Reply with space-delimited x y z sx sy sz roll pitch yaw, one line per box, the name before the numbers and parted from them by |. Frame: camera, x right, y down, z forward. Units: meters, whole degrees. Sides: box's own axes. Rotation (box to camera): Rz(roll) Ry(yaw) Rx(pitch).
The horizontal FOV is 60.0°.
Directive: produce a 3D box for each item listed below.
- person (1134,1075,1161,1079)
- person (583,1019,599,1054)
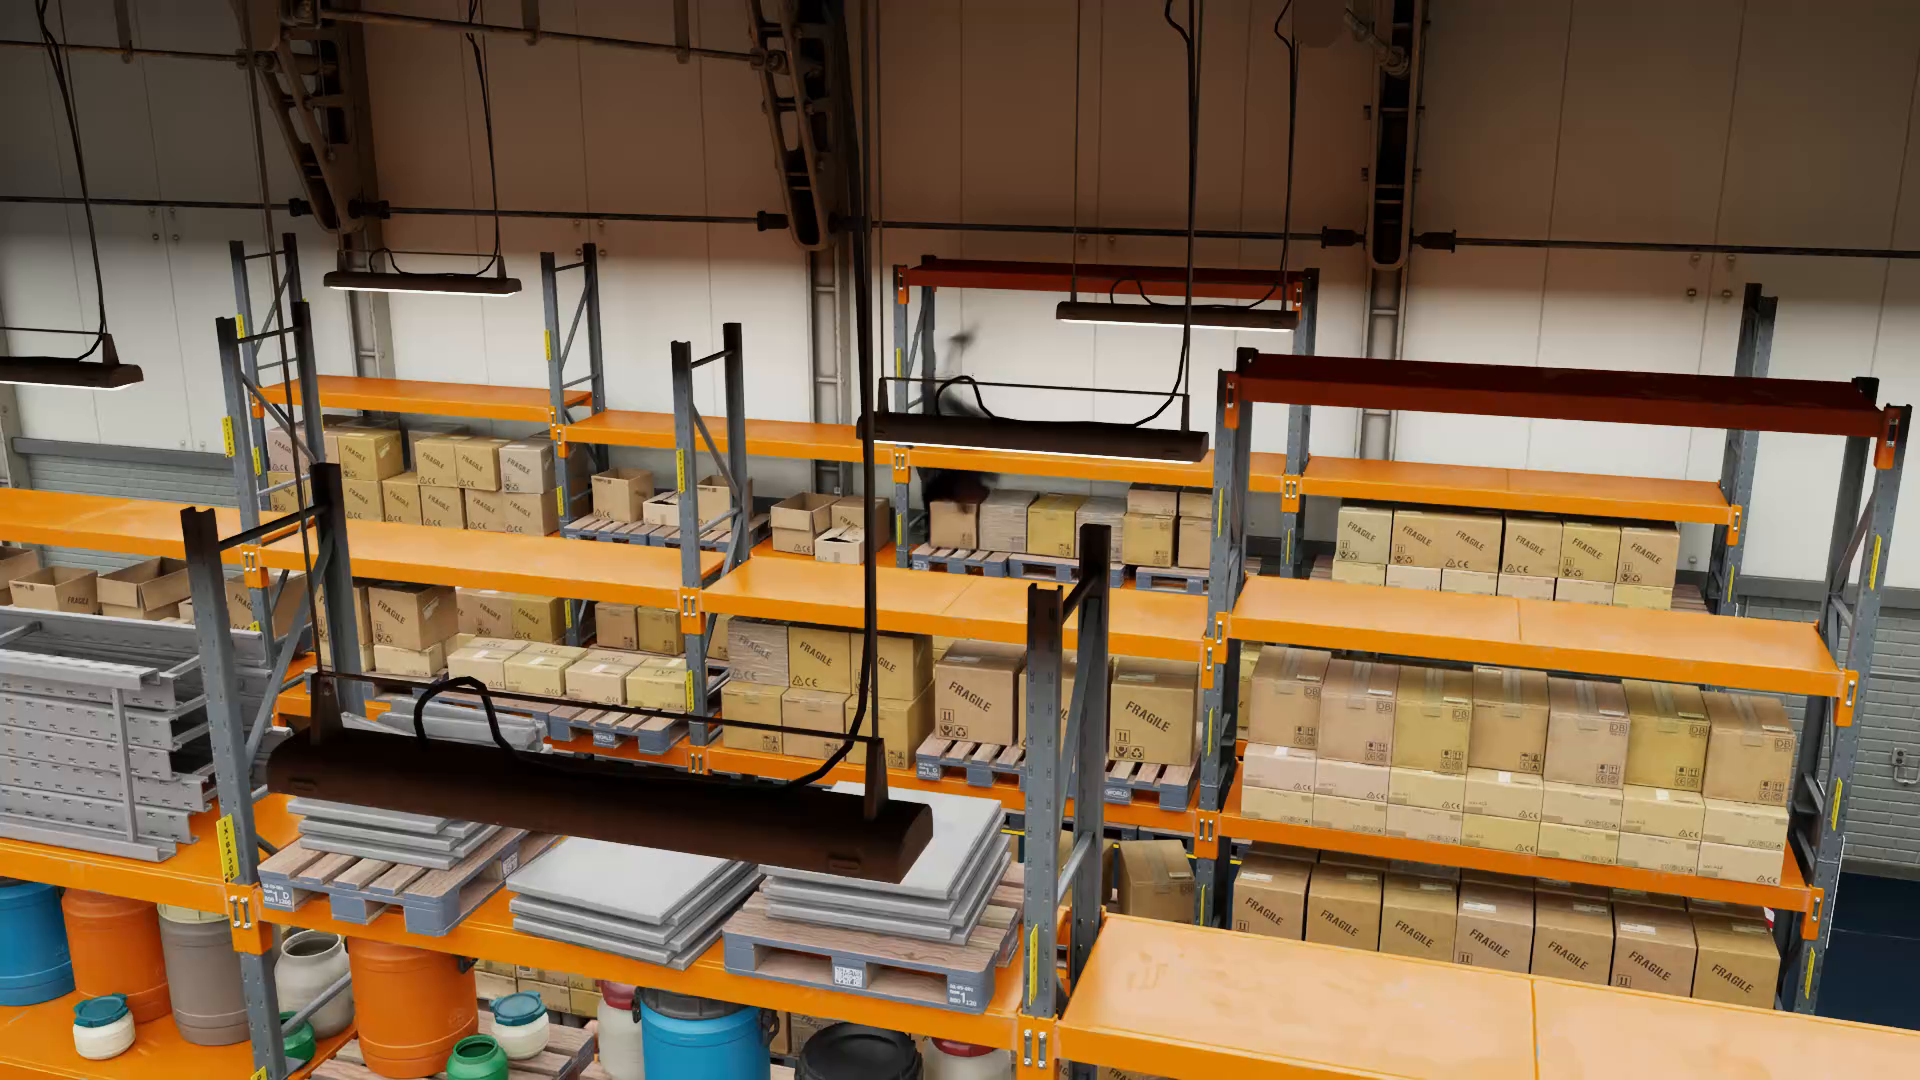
person | 1.290 4.265 11.093 0.818 1.600 0.527 2 16 8
person | -2.453 4.084 11.553 0.640 1.680 0.652 4 16 12
